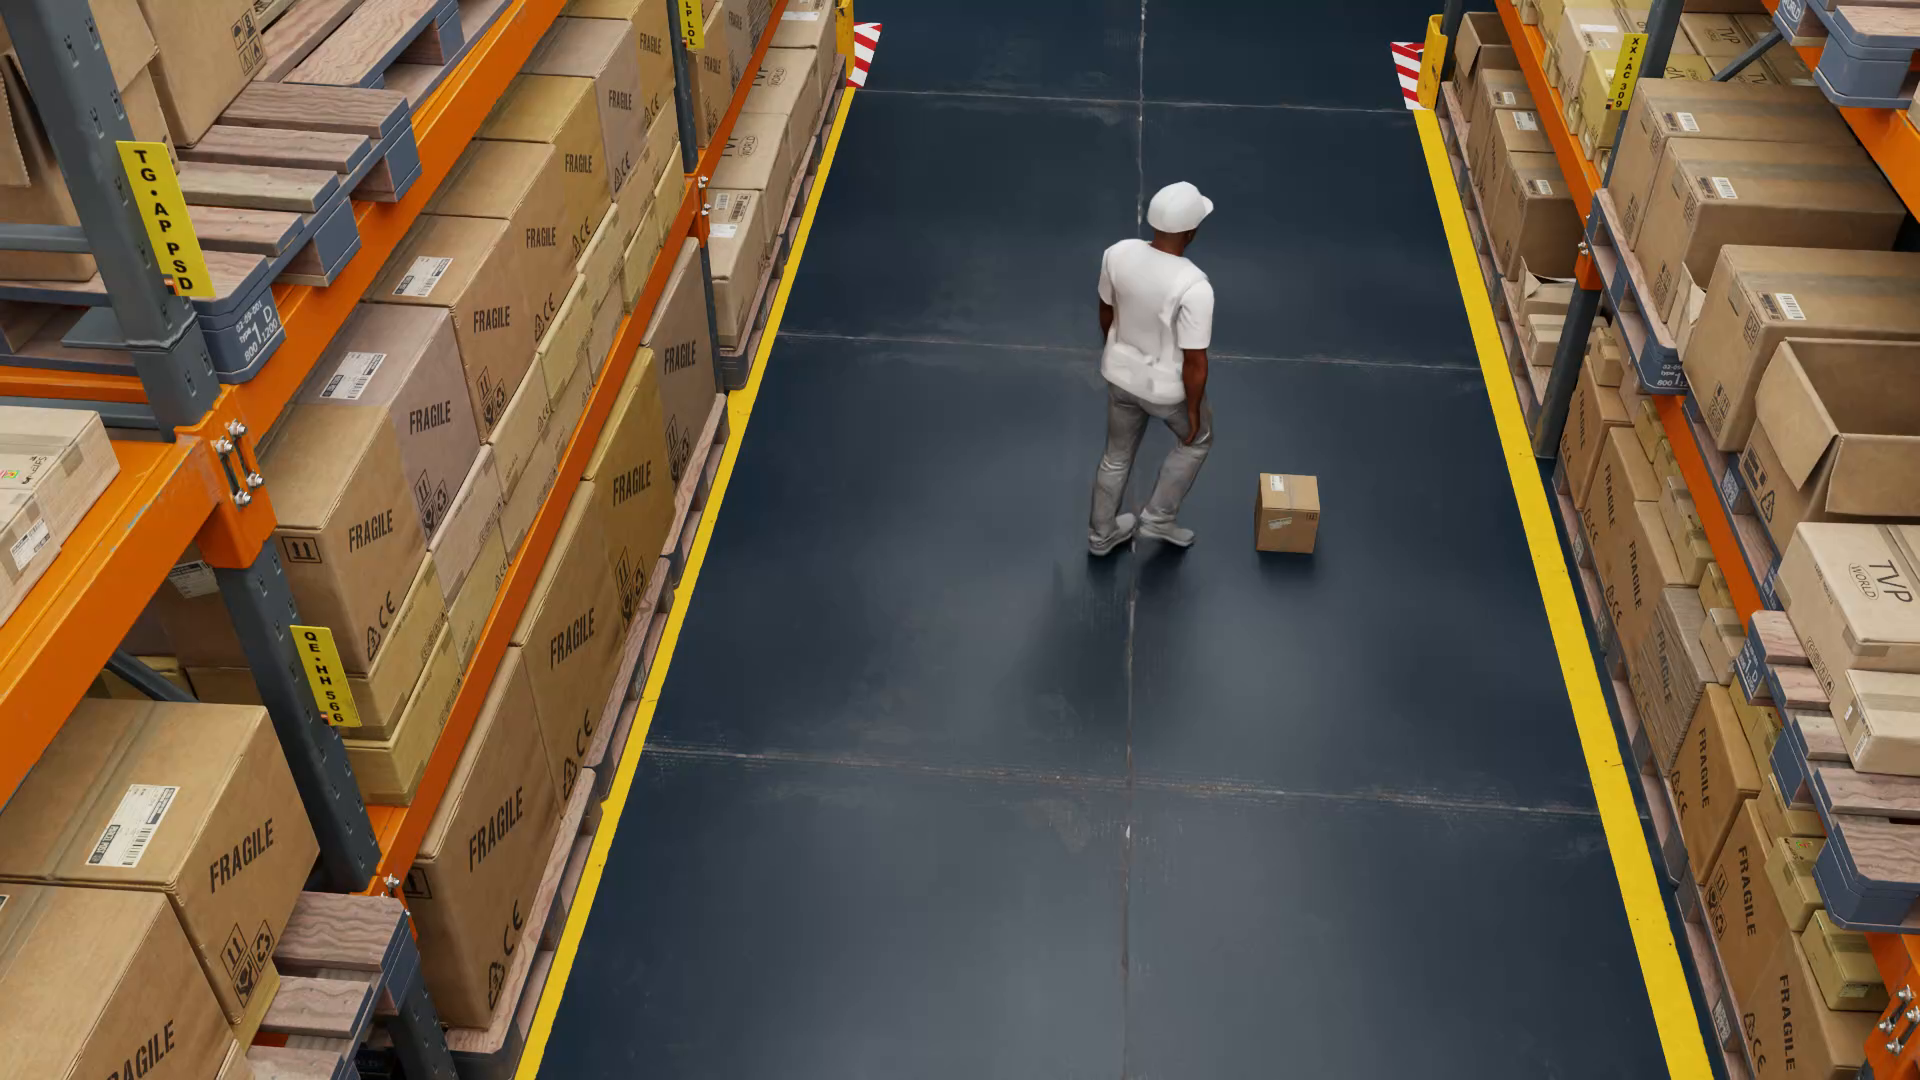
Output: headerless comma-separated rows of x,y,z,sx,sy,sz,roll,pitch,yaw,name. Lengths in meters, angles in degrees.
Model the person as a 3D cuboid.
0.804,-0.674,6.933,0.596,1.777,0.513,28,47,30,person
